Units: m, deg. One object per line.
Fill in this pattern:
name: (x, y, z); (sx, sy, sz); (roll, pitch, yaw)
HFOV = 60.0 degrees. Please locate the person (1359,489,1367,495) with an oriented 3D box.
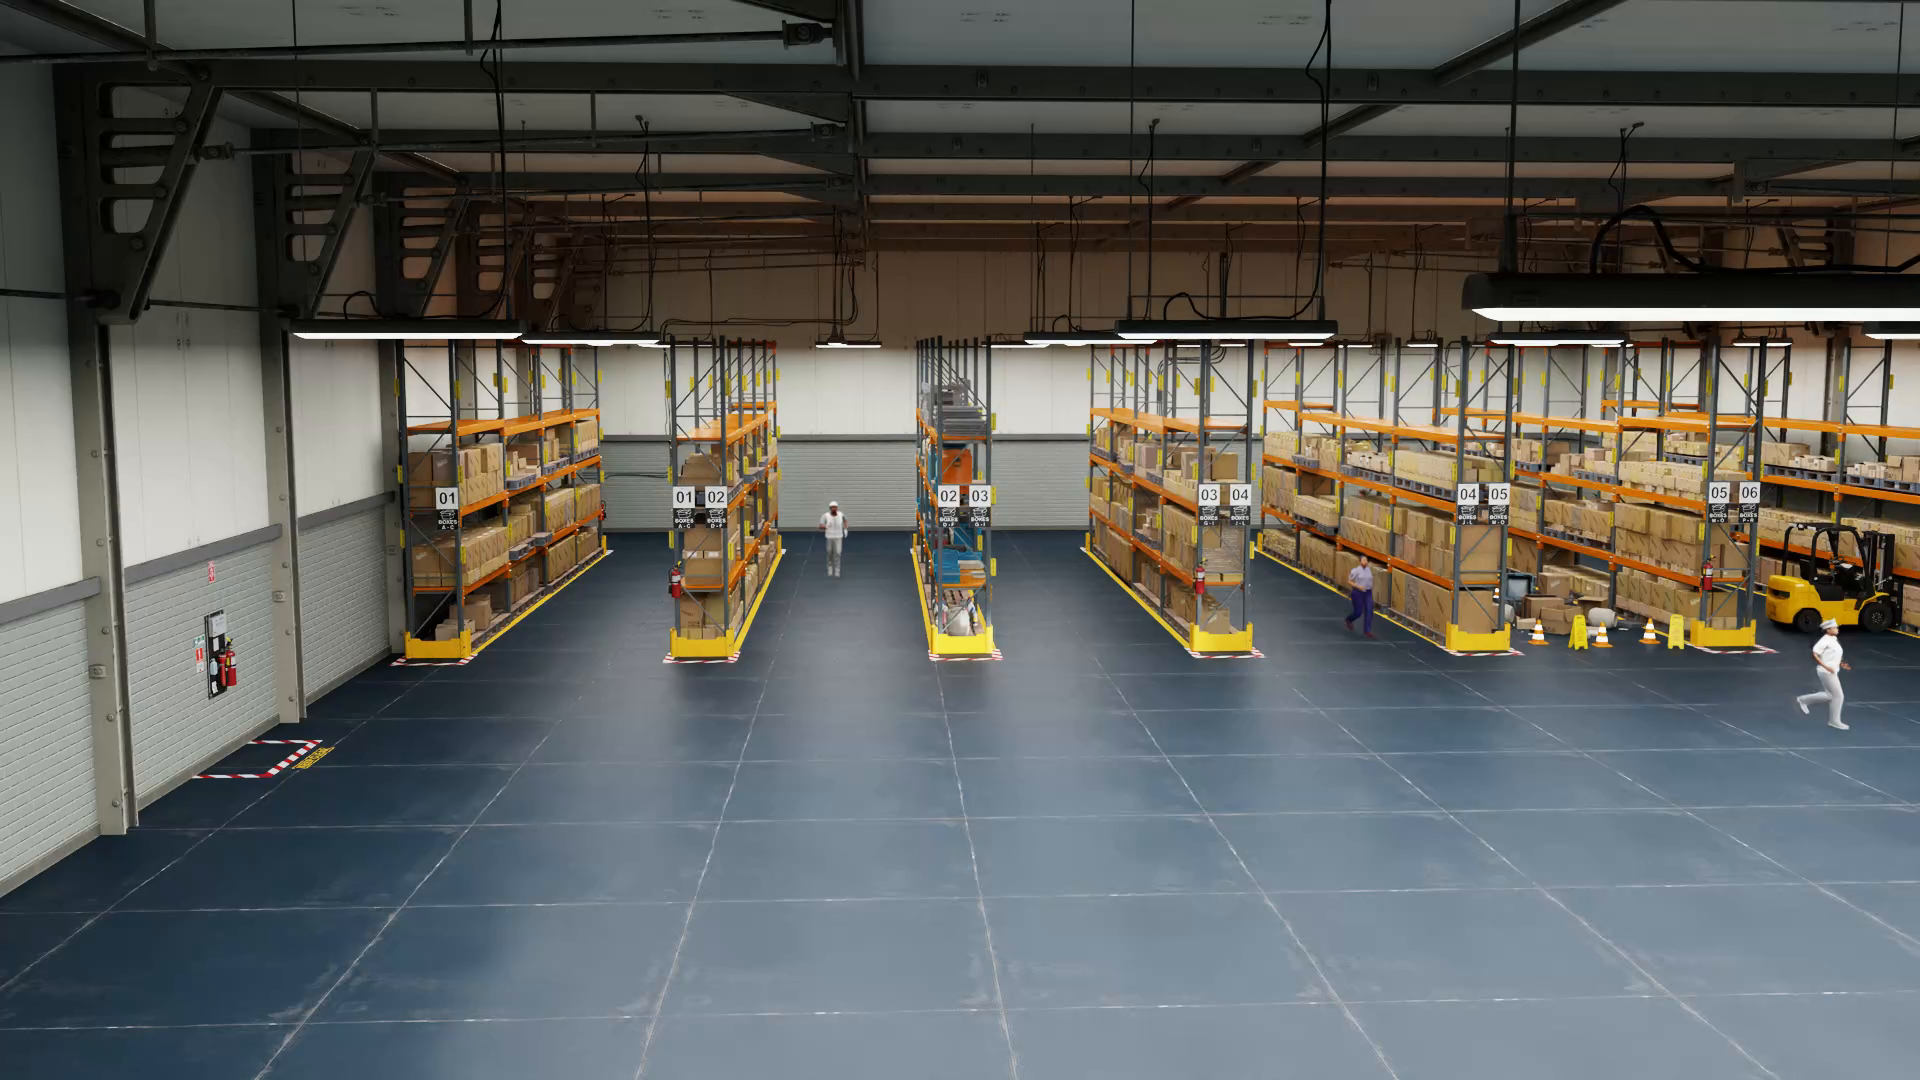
person: (11.999, -0.700, 49.359); (0.856, 1.612, 0.520); (0, 6, 0)

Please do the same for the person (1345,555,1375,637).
person: (8.084, 1.150, 33.452); (0.599, 1.536, 0.818); (-2, 7, -19)

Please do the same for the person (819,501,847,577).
person: (-3.050, -0.013, 40.097); (0.705, 1.842, 0.896); (-1, 7, -10)

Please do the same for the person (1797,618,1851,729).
person: (13.225, 2.025, 25.439); (0.760, 1.686, 0.574); (5, 8, 38)
